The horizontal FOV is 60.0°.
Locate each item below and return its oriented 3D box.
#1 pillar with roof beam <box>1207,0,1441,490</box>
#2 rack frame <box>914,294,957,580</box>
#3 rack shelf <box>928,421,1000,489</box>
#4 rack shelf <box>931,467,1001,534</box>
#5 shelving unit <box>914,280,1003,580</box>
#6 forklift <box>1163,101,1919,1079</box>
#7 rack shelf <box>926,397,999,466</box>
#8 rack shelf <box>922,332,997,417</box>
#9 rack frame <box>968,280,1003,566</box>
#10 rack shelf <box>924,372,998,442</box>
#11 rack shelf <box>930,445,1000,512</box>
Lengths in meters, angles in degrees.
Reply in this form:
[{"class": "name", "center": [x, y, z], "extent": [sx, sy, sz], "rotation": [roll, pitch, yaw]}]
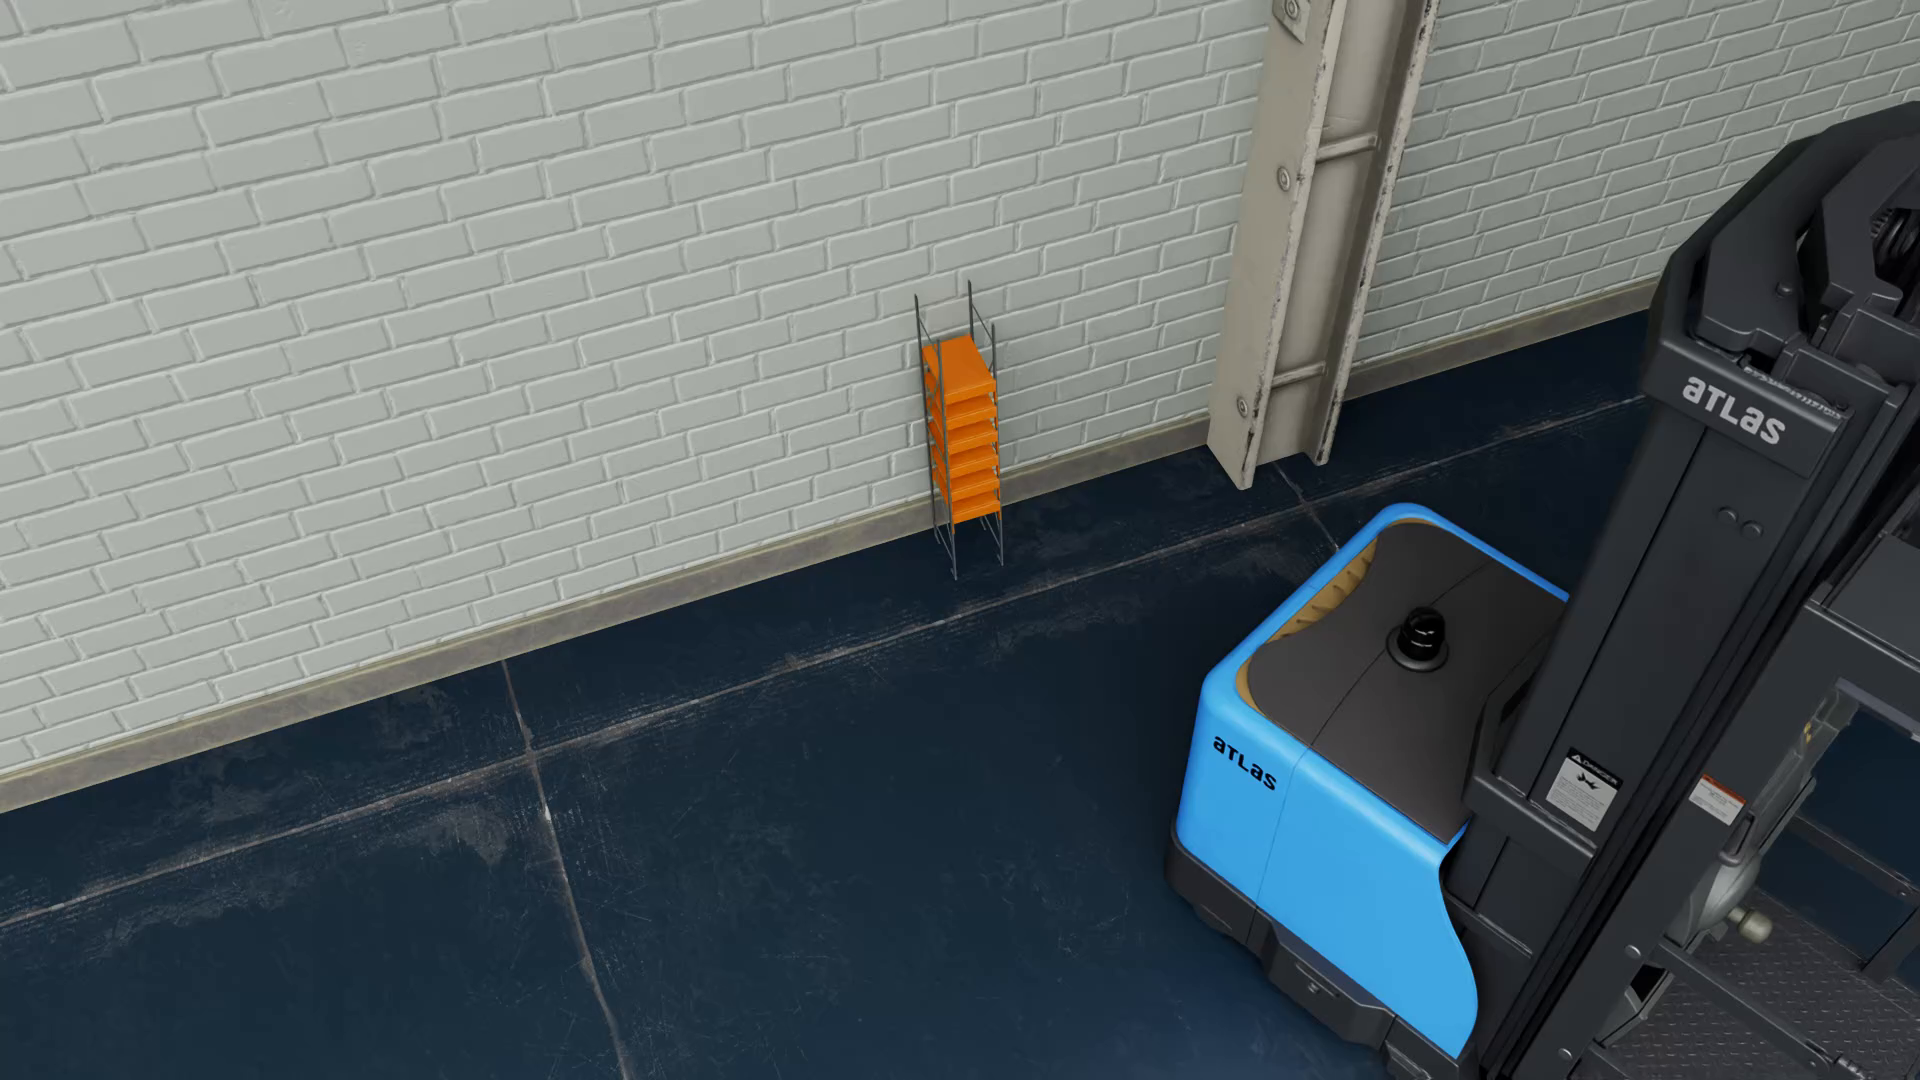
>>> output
[{"class": "pillar with roof beam", "center": [2.832, -0.264, 0.545], "extent": [0.400, 9.000, 9.100], "rotation": [-17, 52, -14]}, {"class": "rack frame", "center": [-0.079, -0.322, 5.736], "extent": [0.006, 1.200, 0.240], "rotation": [-17, 51, -11]}, {"class": "rack shelf", "center": [0.009, -0.319, 5.787], "extent": [0.180, 0.103, 0.258], "rotation": [-17, 51, -11]}, {"class": "rack shelf", "center": [0.019, -0.166, 5.971], "extent": [0.180, 0.103, 0.258], "rotation": [-17, 51, -11]}, {"class": "shelving unit", "center": [0.007, -0.348, 5.753], "extent": [0.189, 1.200, 0.258], "rotation": [-17, 51, -11]}, {"class": "forklift", "center": [2.054, 0.646, 3.764], "extent": [3.031, 2.935, 1.130], "rotation": [36, 58, 27]}, {"class": "rack shelf", "center": [0.004, -0.396, 5.695], "extent": [0.180, 0.103, 0.258], "rotation": [-17, 51, -11]}, {"class": "rack shelf", "center": [-0.006, -0.549, 5.510], "extent": [0.180, 0.103, 0.258], "rotation": [-17, 51, -11]}, {"class": "rack frame", "center": [0.093, -0.374, 5.770], "extent": [0.006, 1.200, 0.240], "rotation": [-17, 51, -11]}, {"class": "rack shelf", "center": [-0.001, -0.473, 5.602], "extent": [0.180, 0.103, 0.258], "rotation": [-17, 51, -11]}, {"class": "rack shelf", "center": [0.014, -0.243, 5.879], "extent": [0.180, 0.103, 0.258], "rotation": [-17, 51, -11]}]
